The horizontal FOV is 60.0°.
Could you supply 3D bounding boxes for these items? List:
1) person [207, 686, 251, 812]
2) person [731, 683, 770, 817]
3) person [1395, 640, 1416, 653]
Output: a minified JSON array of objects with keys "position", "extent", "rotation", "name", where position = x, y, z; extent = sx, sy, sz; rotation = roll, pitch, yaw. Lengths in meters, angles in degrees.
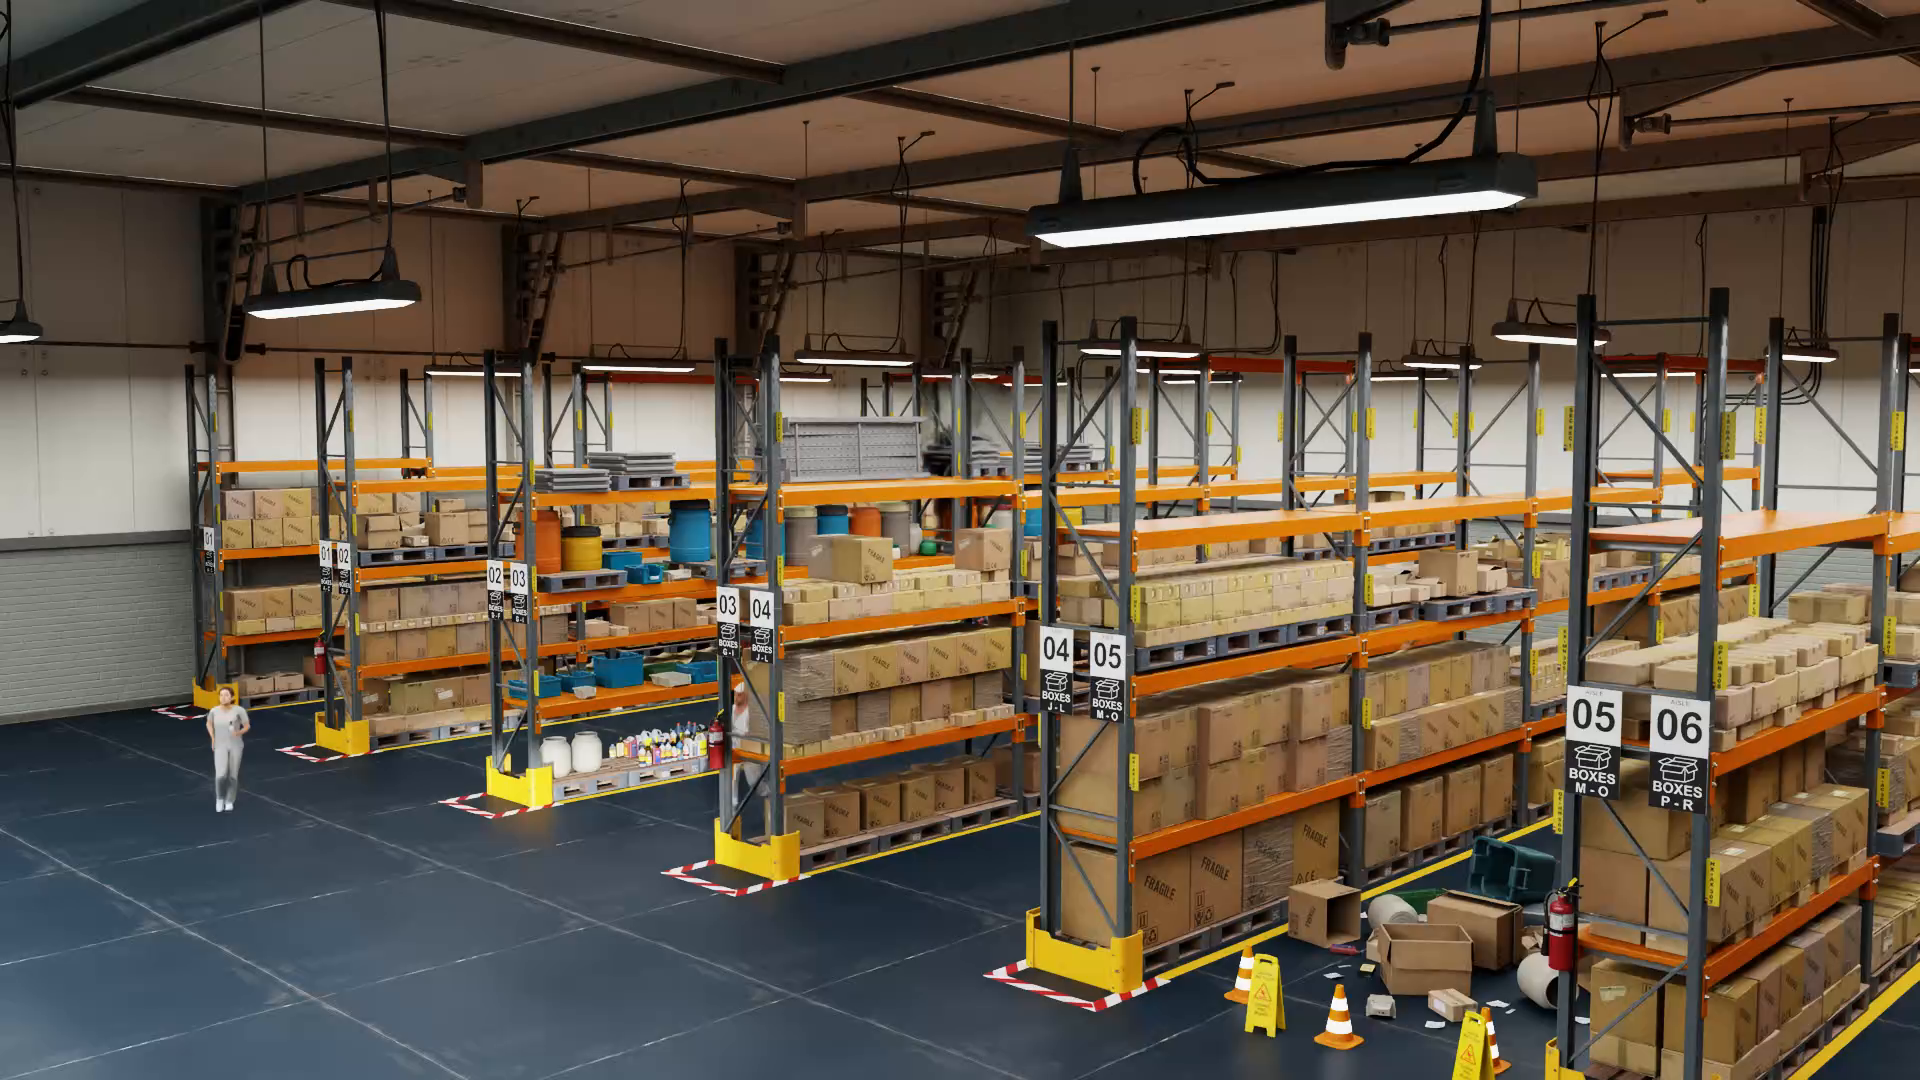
[{"position":[-9.415,2.696,21.398],"extent":[0.544,1.637,0.624],"rotation":[-1,5,-18],"name":"person"},{"position":[-2.668,2.653,20.661],"extent":[0.662,1.777,1.004],"rotation":[3,5,33],"name":"person"},{"position":[7.008,2.320,26.166],"extent":[0.602,1.709,0.855],"rotation":[4,6,40],"name":"person"}]
